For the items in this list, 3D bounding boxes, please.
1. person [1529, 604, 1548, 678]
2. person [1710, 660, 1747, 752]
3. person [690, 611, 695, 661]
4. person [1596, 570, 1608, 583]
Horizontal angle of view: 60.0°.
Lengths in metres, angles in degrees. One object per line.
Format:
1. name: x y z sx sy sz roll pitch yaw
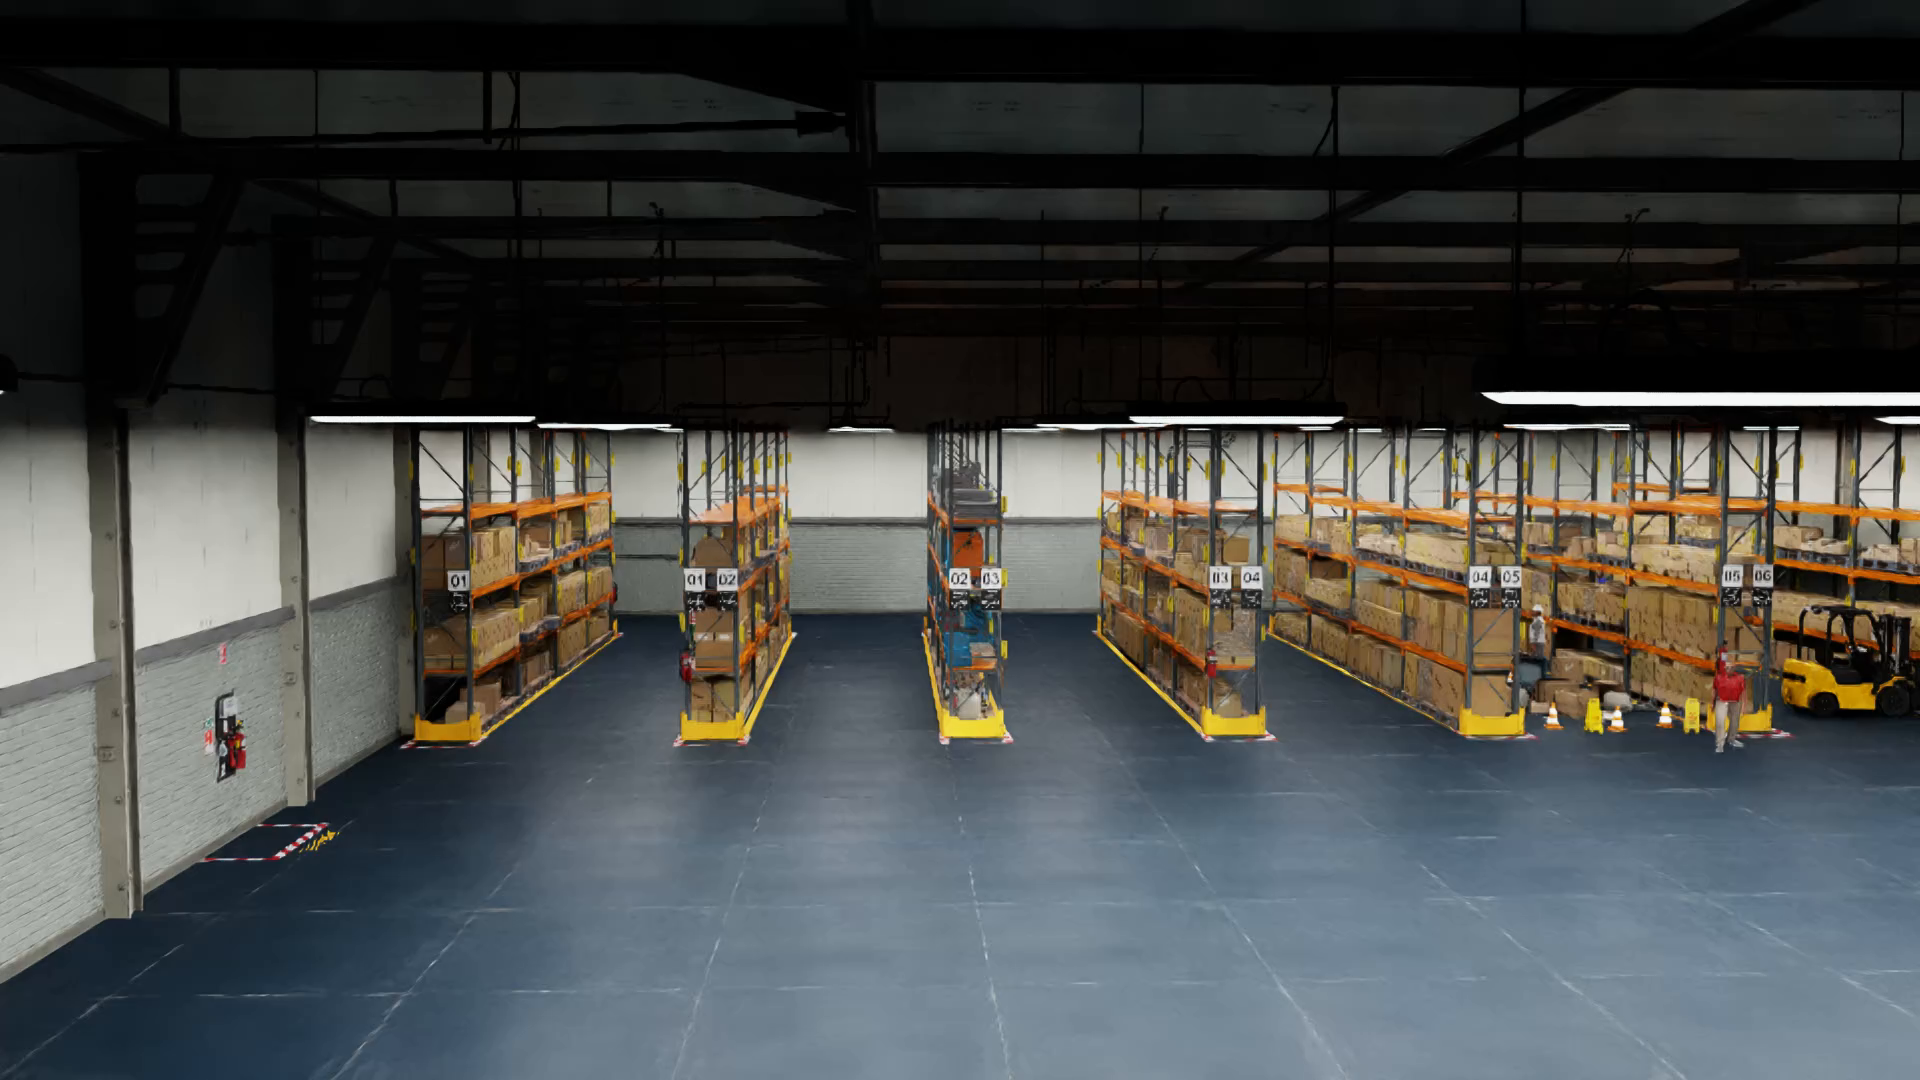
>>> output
1. person: 13.303 2.364 38.416 0.570 1.768 0.626 1 4 21
2. person: 13.855 2.968 29.973 0.584 1.665 0.979 1 4 19
3. person: -6.696 2.128 41.955 0.561 1.787 0.661 2 4 28
4. person: 19.325 1.704 49.979 0.682 1.643 0.489 -2 4 -31
